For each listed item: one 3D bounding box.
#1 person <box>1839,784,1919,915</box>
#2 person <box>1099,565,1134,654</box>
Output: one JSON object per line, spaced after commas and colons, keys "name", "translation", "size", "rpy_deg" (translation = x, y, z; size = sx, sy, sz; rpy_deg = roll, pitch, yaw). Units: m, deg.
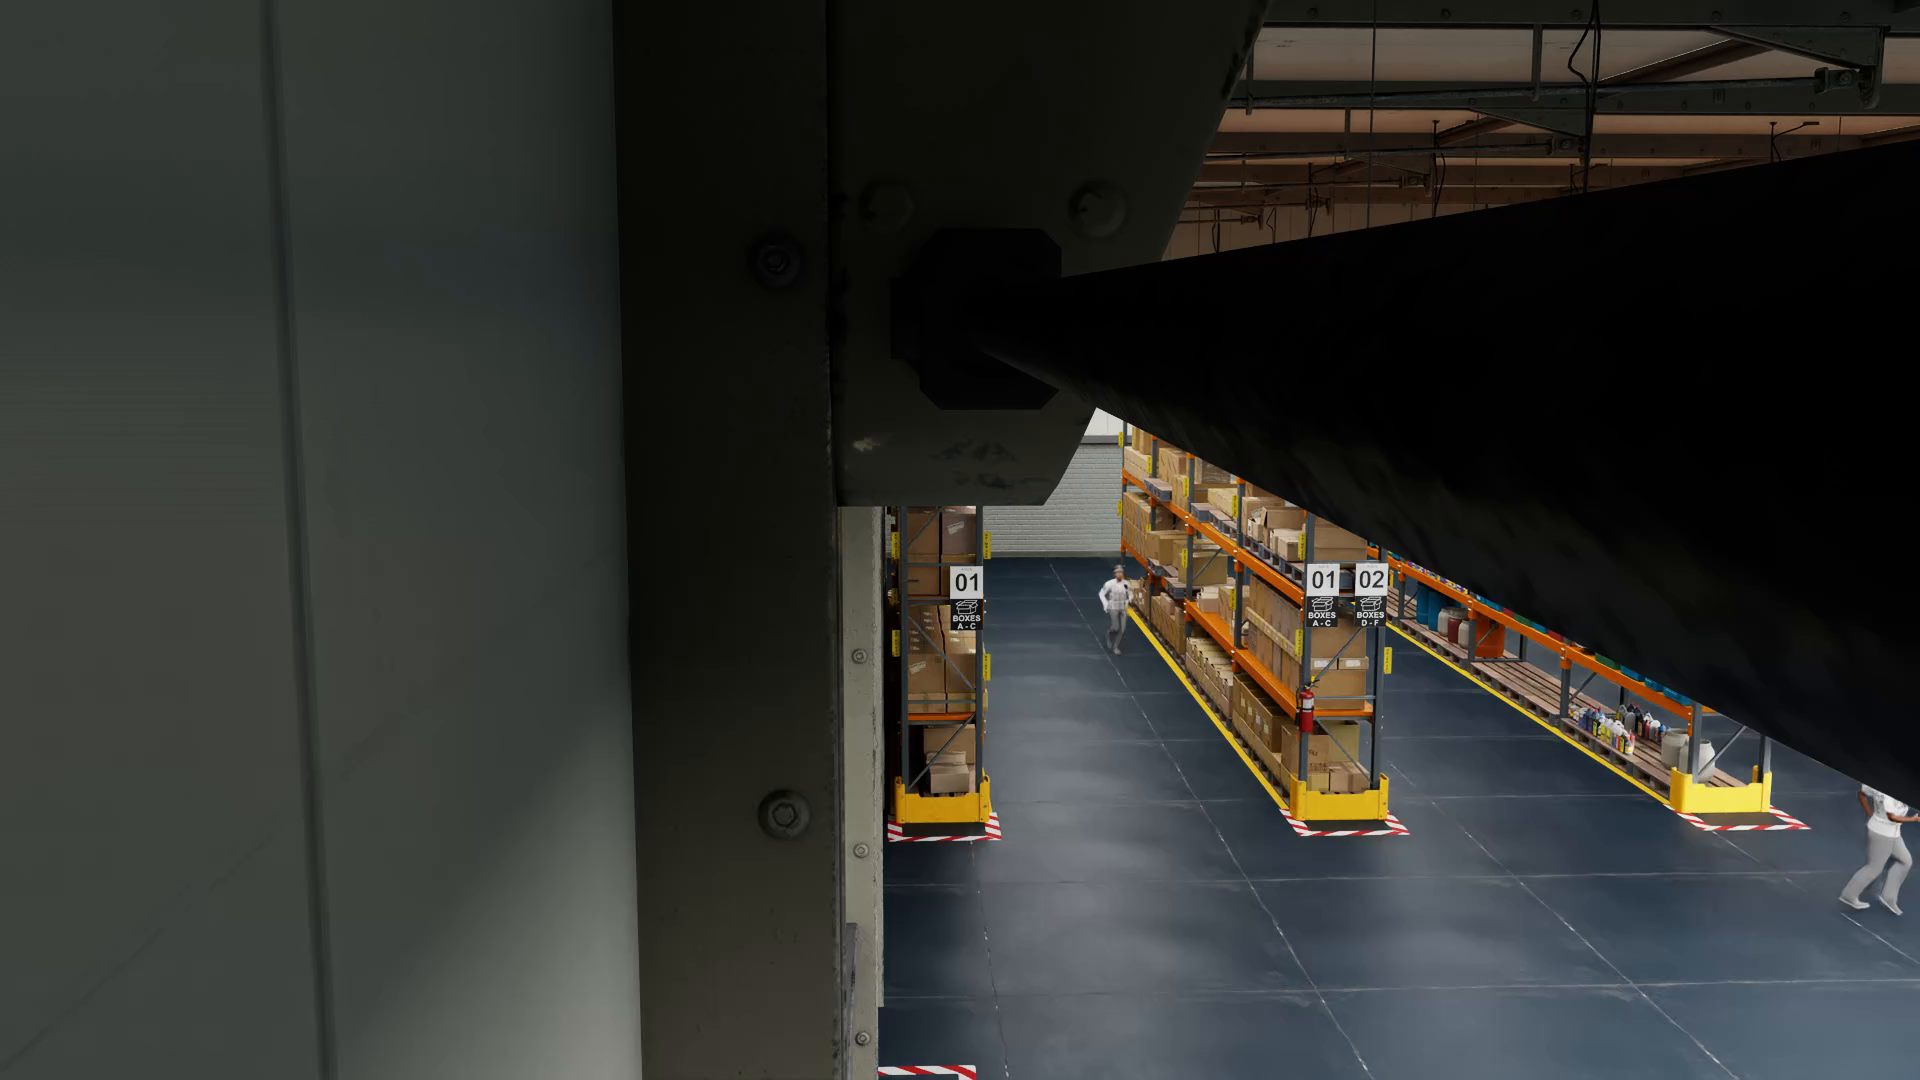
{"name": "person", "translation": [9.619, 3.085, 17.308], "size": [0.743, 1.743, 0.561], "rpy_deg": [4, 9, 26]}
{"name": "person", "translation": [2.882, 1.272, 30.236], "size": [0.608, 1.656, 0.538], "rpy_deg": [-2, 8, -11]}
